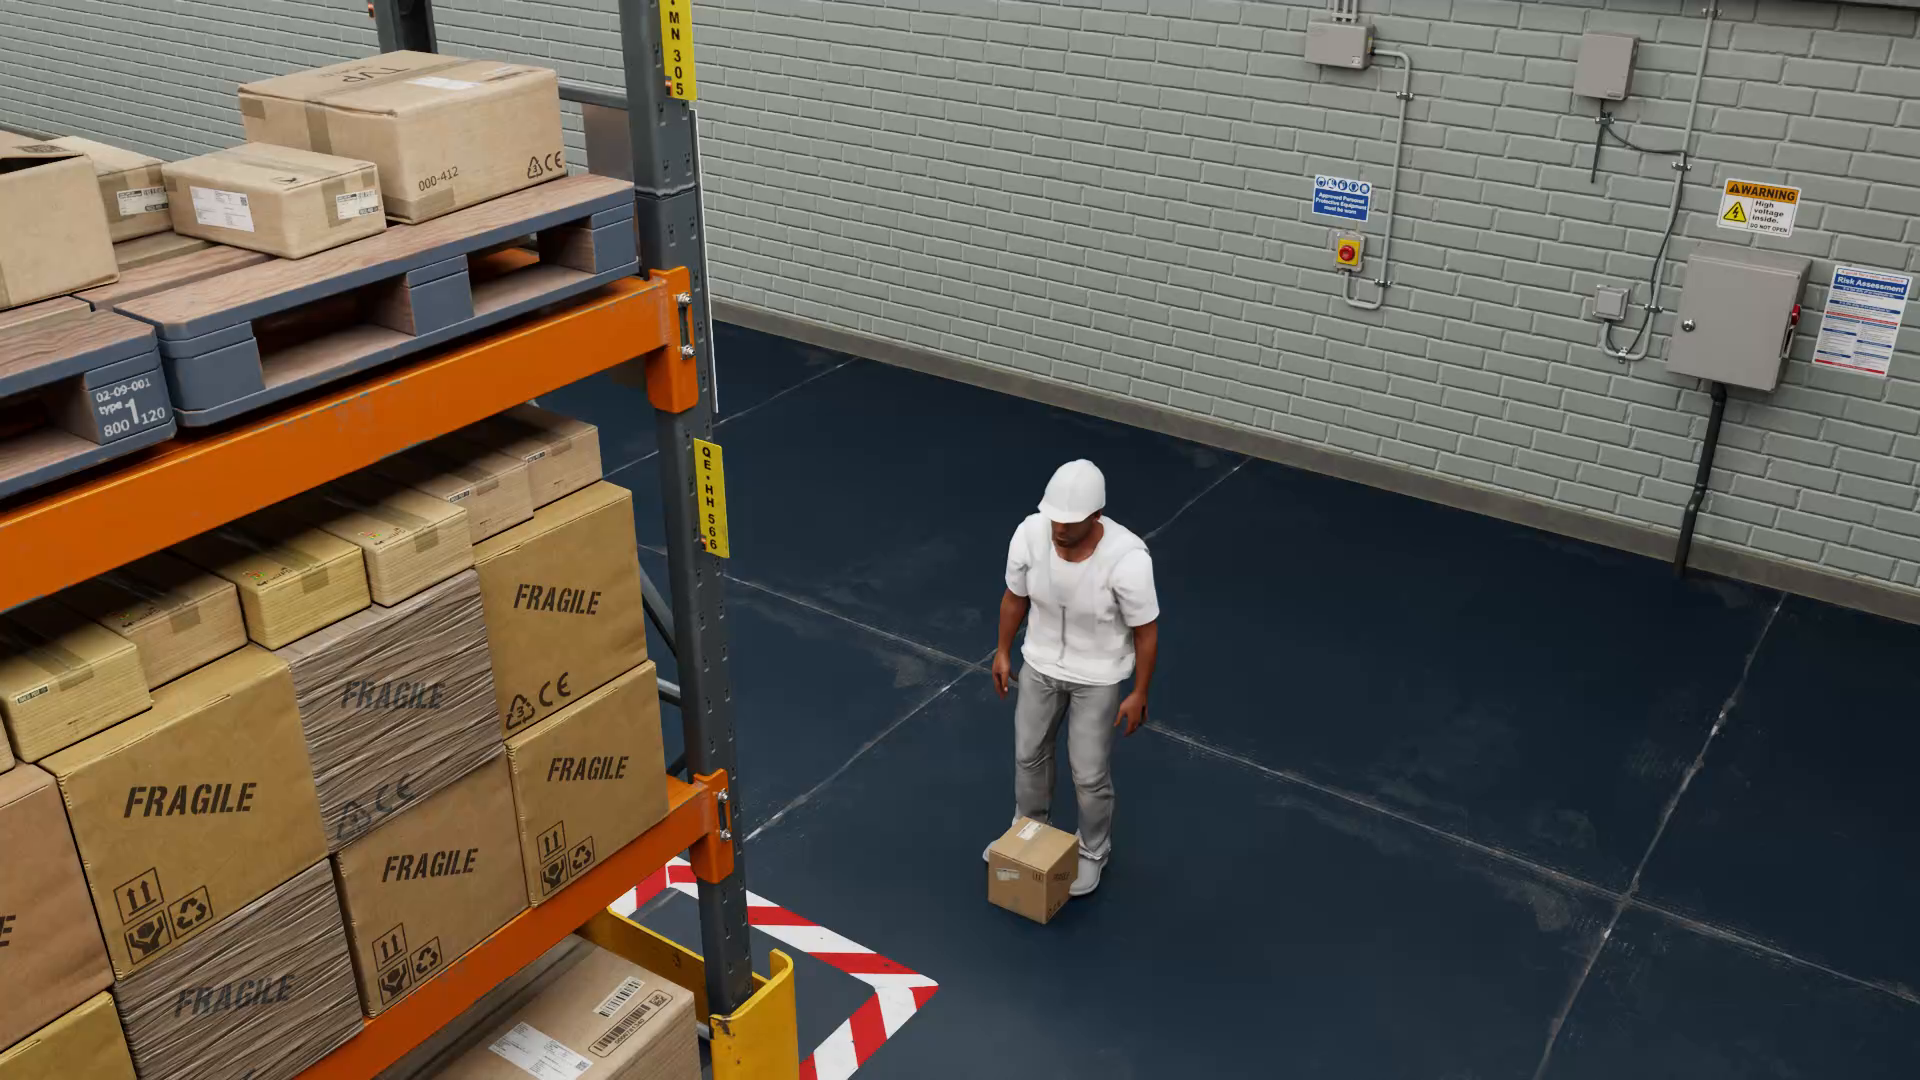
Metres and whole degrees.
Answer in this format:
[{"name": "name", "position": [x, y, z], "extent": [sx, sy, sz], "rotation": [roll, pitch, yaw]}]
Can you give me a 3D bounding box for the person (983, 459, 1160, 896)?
[{"name": "person", "position": [0.406, 0.491, 6.125], "extent": [0.632, 1.759, 0.462], "rotation": [15, 30, 27]}]
